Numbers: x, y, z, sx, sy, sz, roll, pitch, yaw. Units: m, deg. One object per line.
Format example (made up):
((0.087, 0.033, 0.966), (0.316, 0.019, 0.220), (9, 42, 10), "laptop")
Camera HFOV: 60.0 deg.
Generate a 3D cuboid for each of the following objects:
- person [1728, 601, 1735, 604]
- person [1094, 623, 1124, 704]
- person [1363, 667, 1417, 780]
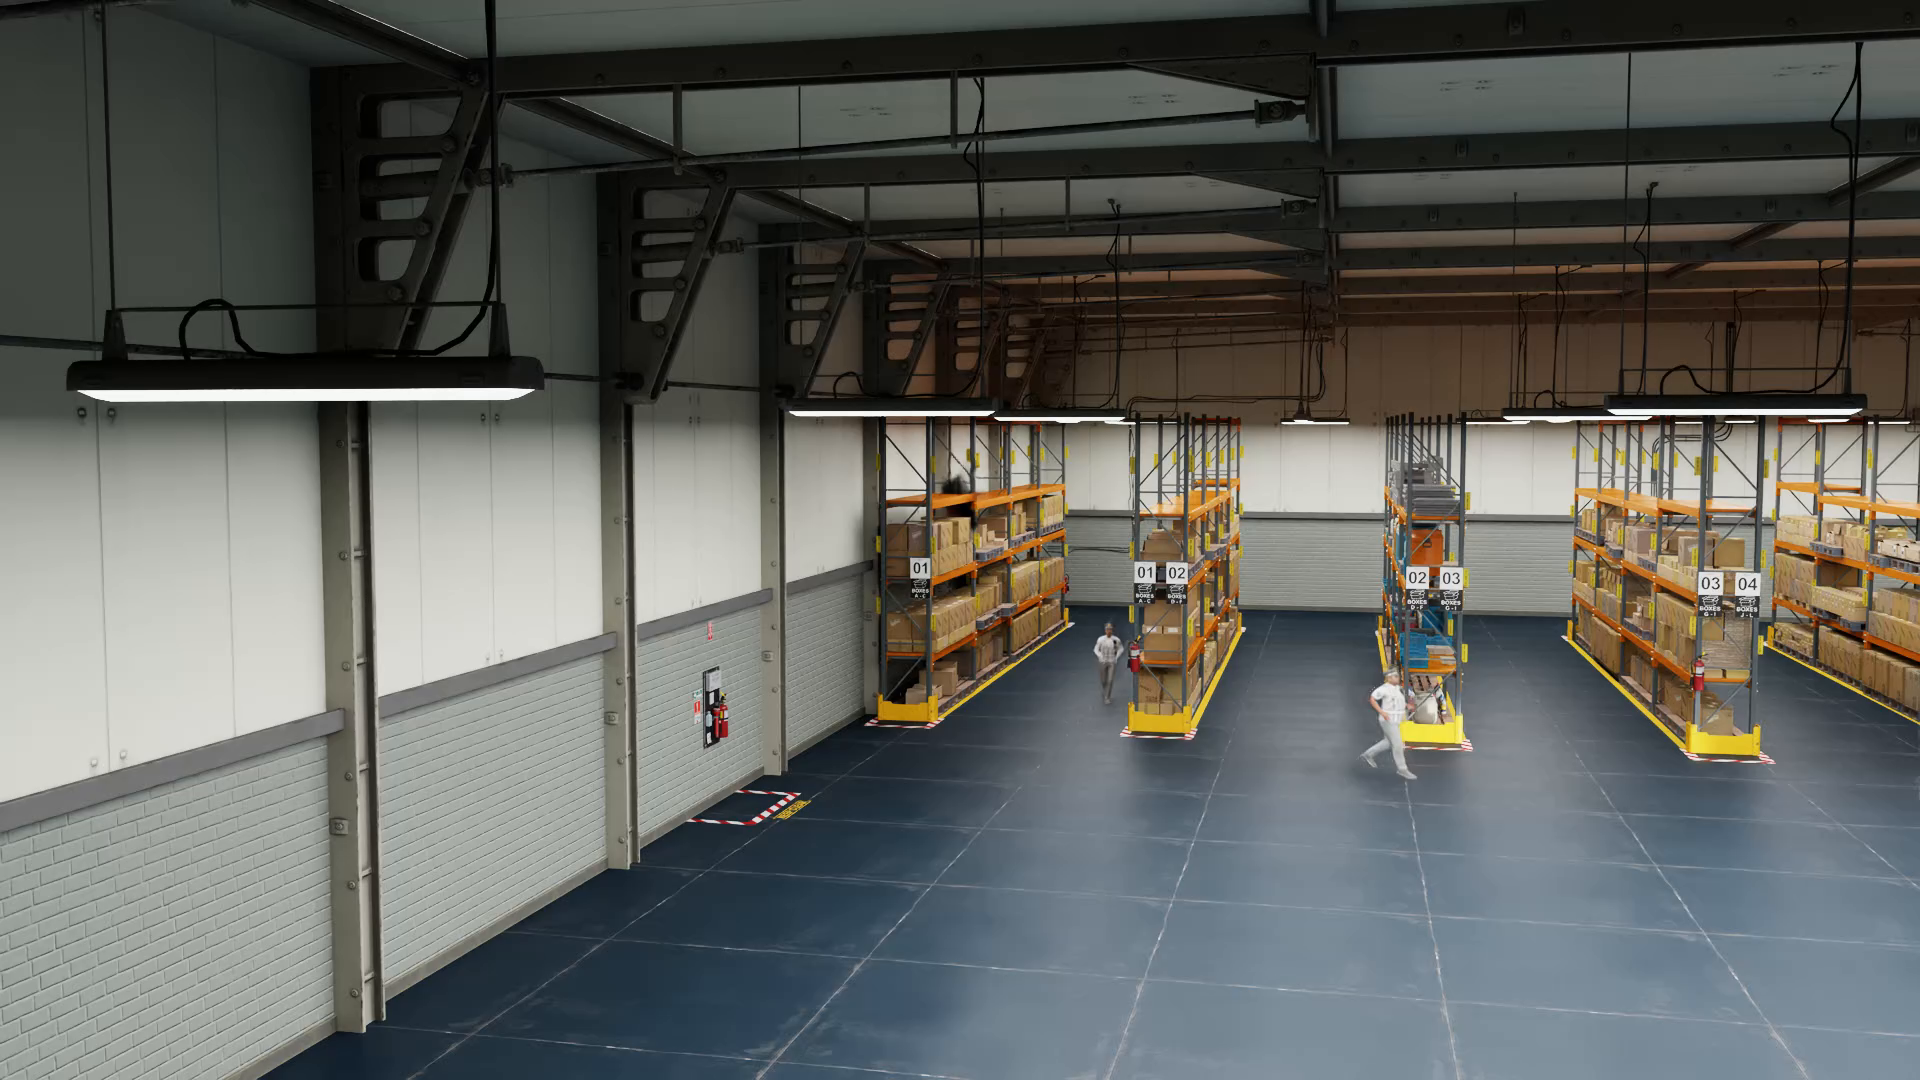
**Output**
((19.763, 2.068, 42.565), (0.645, 1.625, 0.957), (2, 4, 23), "person")
((3.095, 2.544, 34.613), (0.611, 1.670, 0.720), (0, 4, 6), "person")
((7.081, 2.985, 27.337), (0.952, 1.794, 0.662), (3, 5, 35), "person")
